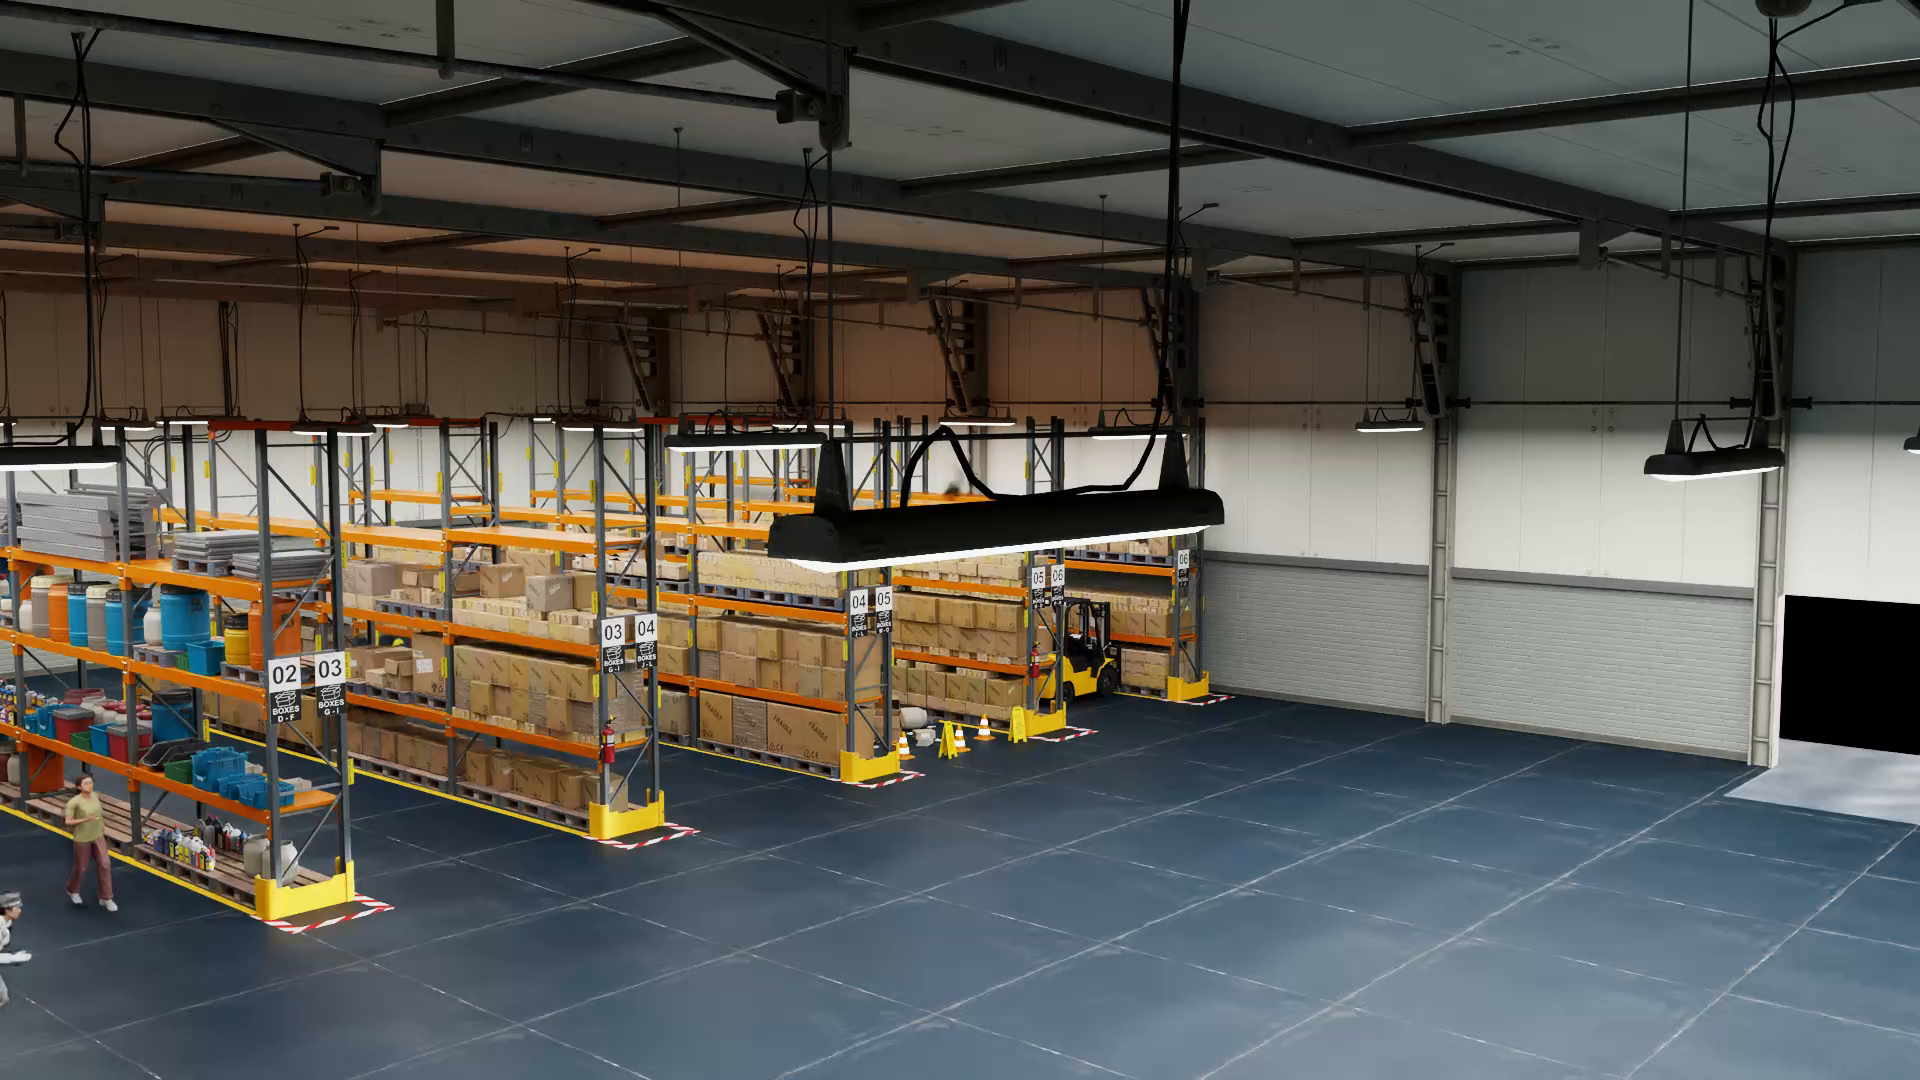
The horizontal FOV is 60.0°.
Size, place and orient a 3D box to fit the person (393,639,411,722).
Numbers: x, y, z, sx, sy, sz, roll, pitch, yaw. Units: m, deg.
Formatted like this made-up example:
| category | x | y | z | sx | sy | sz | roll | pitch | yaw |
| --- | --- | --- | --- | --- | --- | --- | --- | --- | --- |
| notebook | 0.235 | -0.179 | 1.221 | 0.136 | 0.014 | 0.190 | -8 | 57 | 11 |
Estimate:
| category | x | y | z | sx | sy | sz | roll | pitch | yaw |
| --- | --- | --- | --- | --- | --- | --- | --- | --- | --- |
| person | -10.748 | 2.796 | 32.057 | 0.684 | 1.796 | 0.677 | 4 | 6 | 38 |

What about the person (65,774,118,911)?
| category | x | y | z | sx | sy | sz | roll | pitch | yaw |
| --- | --- | --- | --- | --- | --- | --- | --- | --- | --- |
| person | -10.851 | 3.742 | 20.695 | 0.881 | 1.679 | 0.570 | 3 | 6 | 31 |

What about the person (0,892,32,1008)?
| category | x | y | z | sx | sy | sz | roll | pitch | yaw |
| --- | --- | --- | --- | --- | --- | --- | --- | --- | --- |
| person | -9.516 | 4.224 | 16.345 | 0.749 | 1.513 | 0.627 | -1 | 5 | -17 |
